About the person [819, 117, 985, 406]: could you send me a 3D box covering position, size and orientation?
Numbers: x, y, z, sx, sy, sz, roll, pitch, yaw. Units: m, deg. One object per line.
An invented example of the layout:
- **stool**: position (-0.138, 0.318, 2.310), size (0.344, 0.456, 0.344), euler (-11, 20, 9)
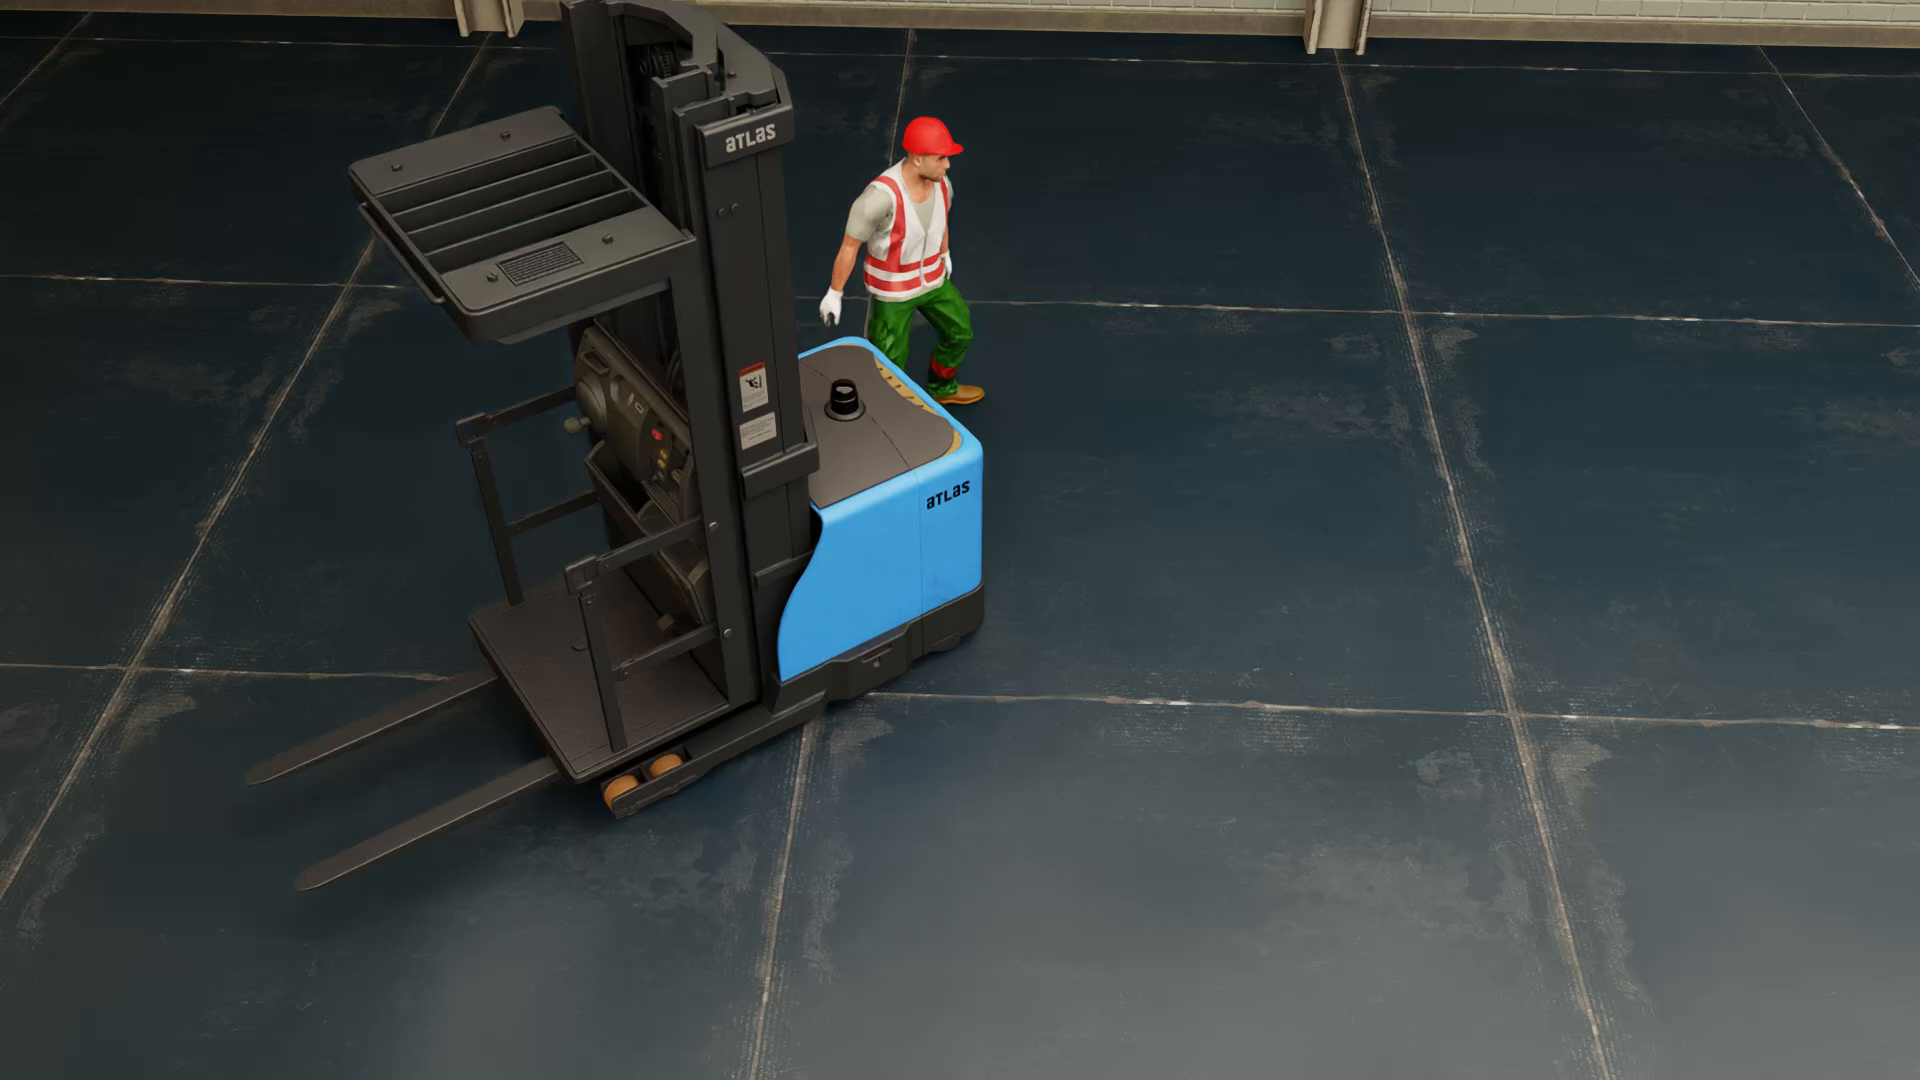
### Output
- **person**: position (-0.264, -1.231, 8.003), size (0.887, 1.750, 0.464), euler (-29, 50, -28)

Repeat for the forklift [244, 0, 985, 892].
- **forklift**: position (-1.394, -0.380, 6.158), size (3.031, 2.935, 1.130), euler (-25, 48, -25)
